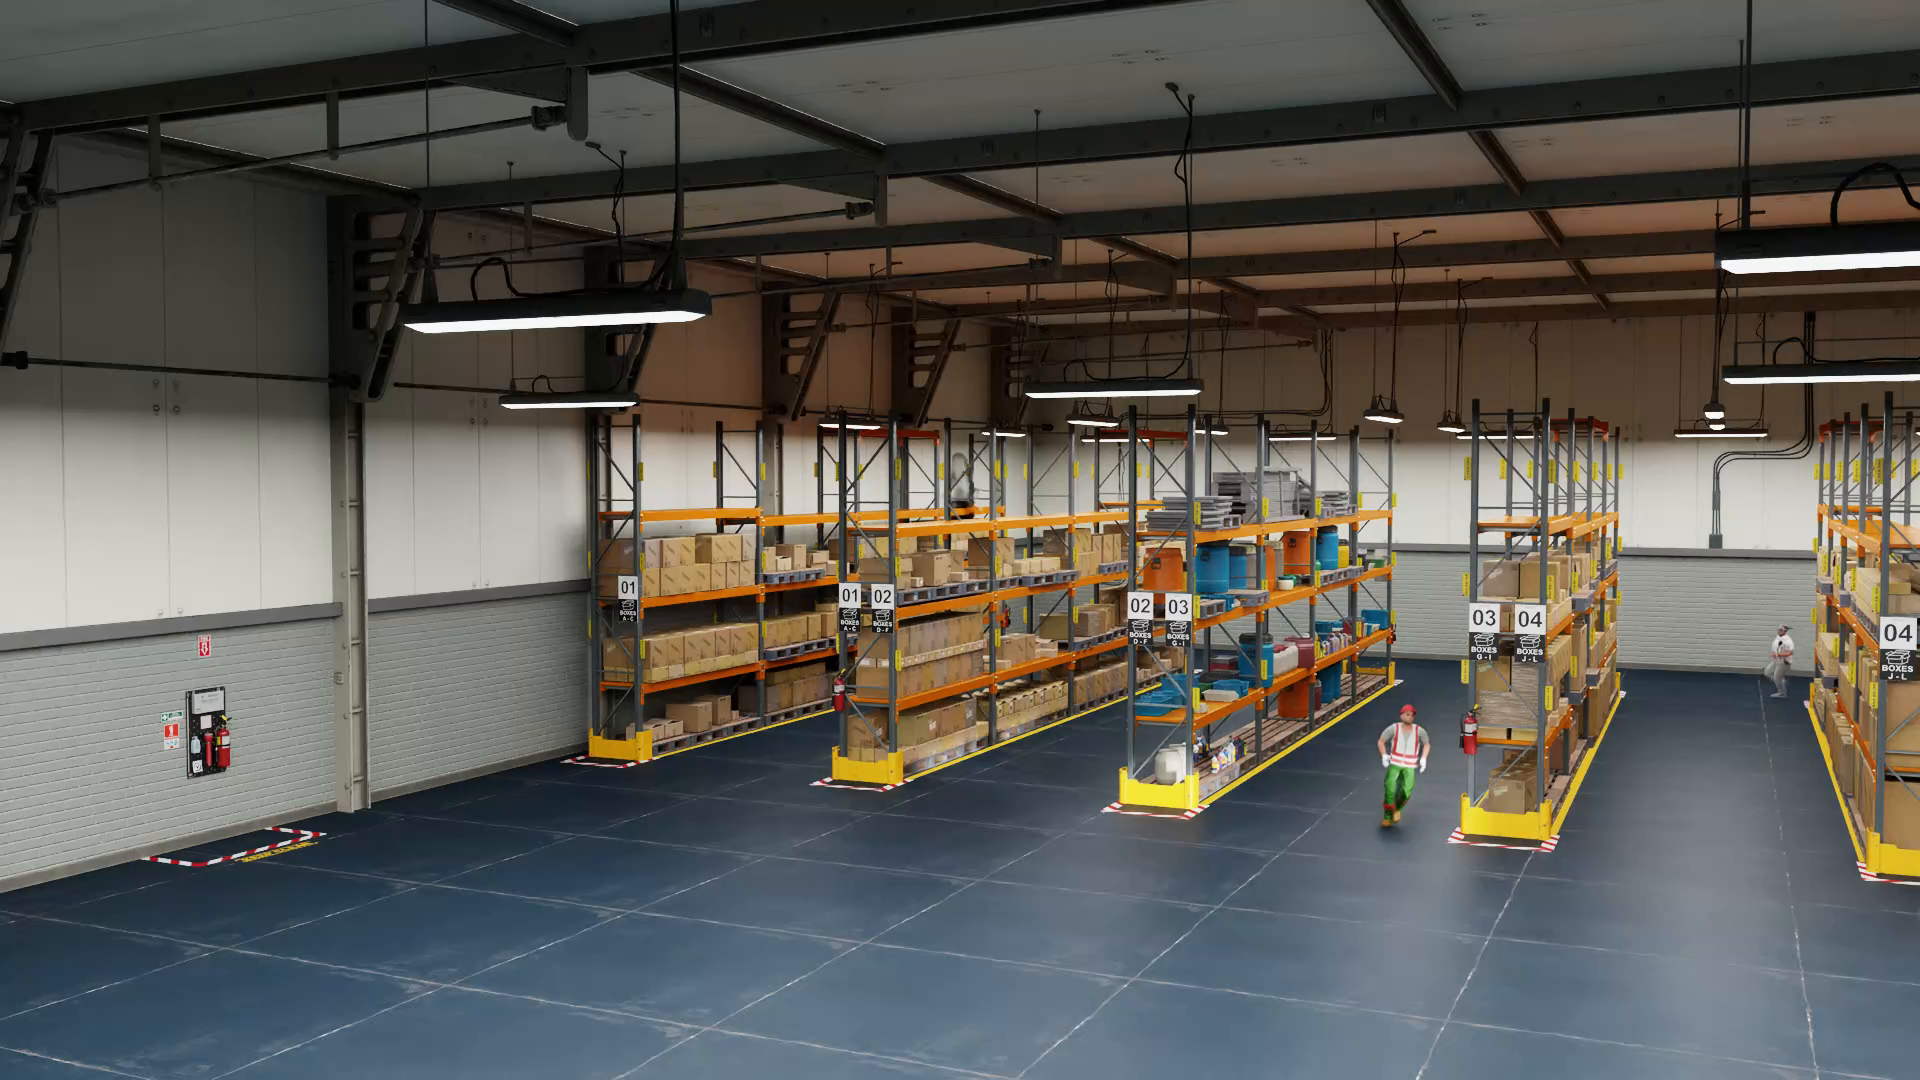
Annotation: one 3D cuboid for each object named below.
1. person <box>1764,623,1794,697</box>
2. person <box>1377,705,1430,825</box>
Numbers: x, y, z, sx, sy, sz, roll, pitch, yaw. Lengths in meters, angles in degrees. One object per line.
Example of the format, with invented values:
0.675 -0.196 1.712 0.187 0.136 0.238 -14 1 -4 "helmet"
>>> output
18.061 2.654 36.626 0.561 1.675 0.774 0 2 -2 "person"
6.219 3.175 23.323 0.716 1.725 0.529 1 2 14 "person"
